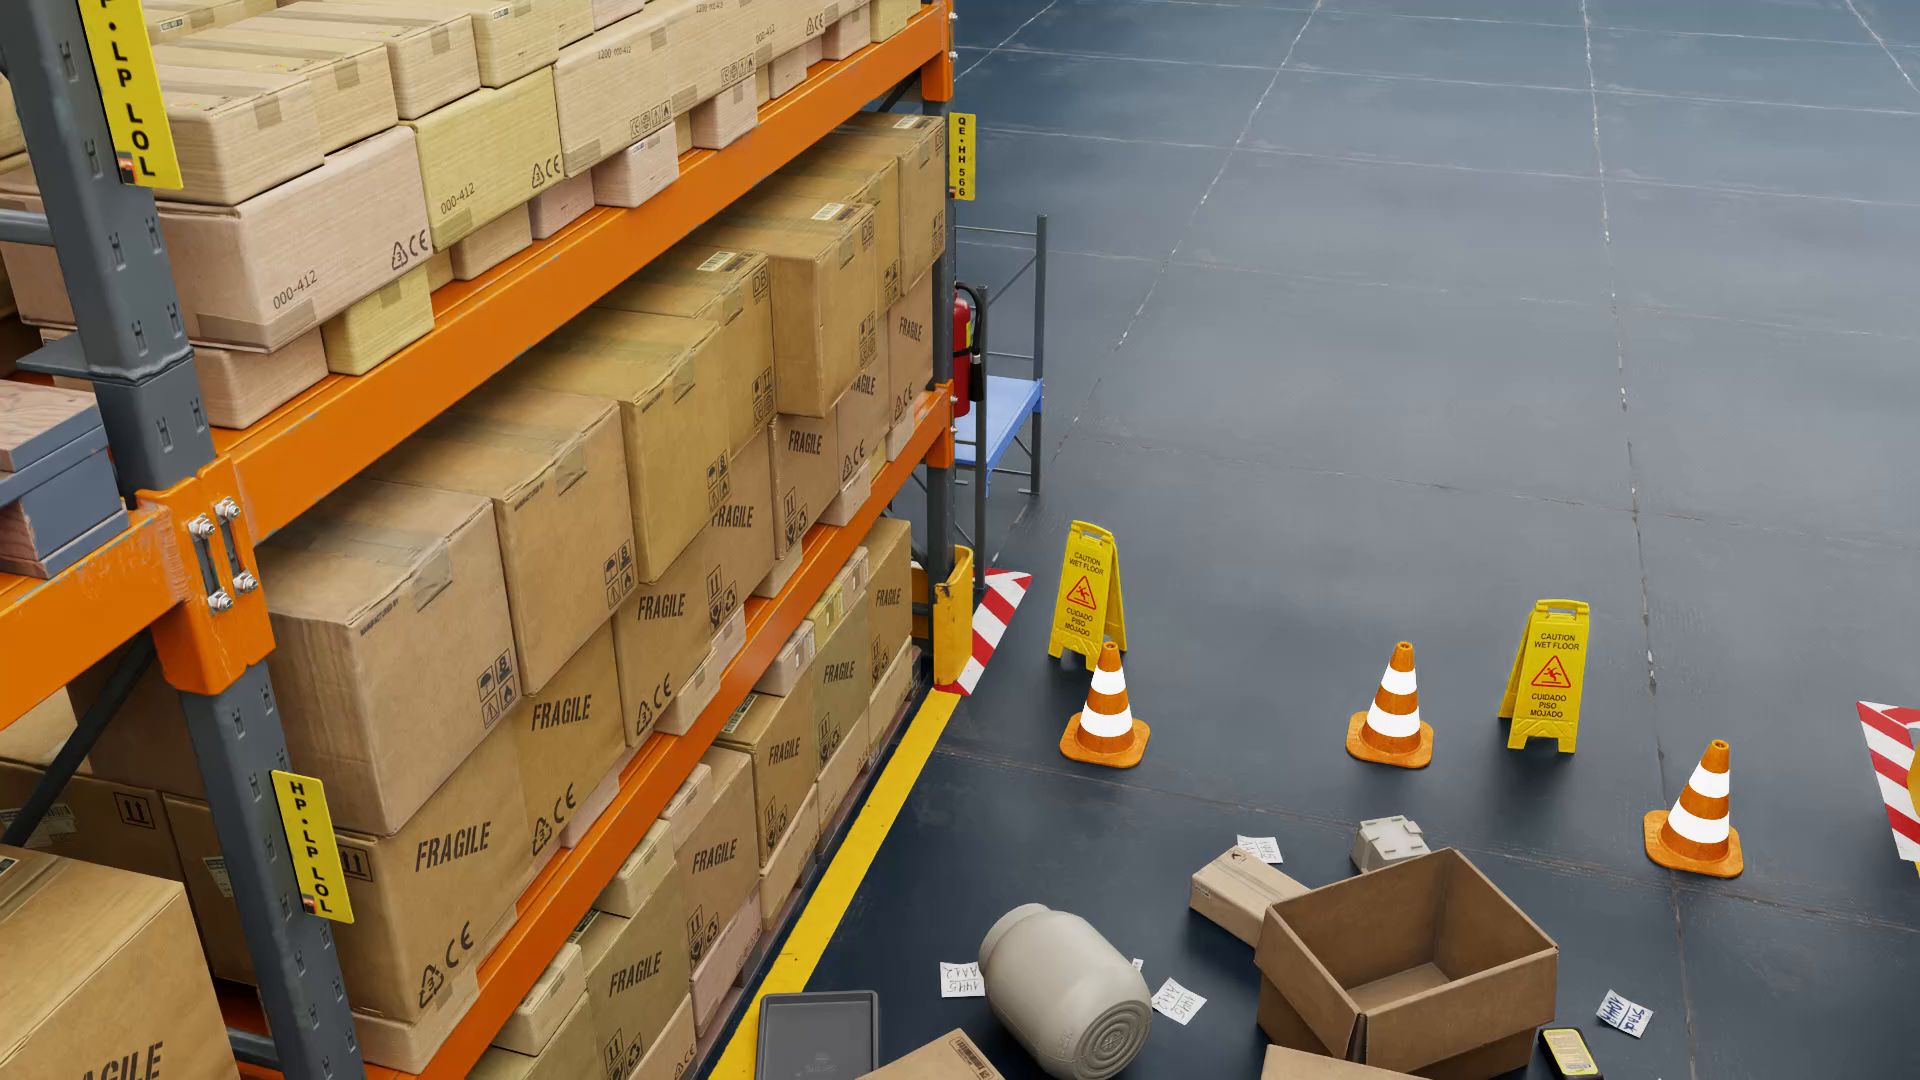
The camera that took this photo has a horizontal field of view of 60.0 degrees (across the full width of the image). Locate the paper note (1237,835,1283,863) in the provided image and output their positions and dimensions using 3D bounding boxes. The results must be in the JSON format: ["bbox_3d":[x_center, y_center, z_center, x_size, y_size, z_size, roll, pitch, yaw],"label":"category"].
[{"bbox_3d":[1.109,1.143,6.164,0.148,0.019,0.142,-1,29,-3],"label":"paper note"}]

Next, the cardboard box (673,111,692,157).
[{"bbox_3d":[-0.910,-1.047,4.220,0.380,0.149,0.250,9,30,15],"label":"cardboard box"}]

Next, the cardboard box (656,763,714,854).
[{"bbox_3d":[-0.939,0.738,4.795,0.380,0.149,0.250,10,31,18],"label":"cardboard box"}]

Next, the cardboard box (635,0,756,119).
[{"bbox_3d":[-0.851,-1.266,4.203,0.500,0.250,0.500,9,30,15],"label":"cardboard box"}]

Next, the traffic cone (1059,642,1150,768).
[{"bbox_3d":[0.591,0.615,6.669,0.336,0.463,0.334,8,30,15],"label":"traffic cone"}]

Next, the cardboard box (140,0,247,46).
[{"bbox_3d":[-1.641,-0.987,3.291,0.380,0.149,0.250,9,30,16],"label":"cardboard box"}]

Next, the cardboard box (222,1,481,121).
[{"bbox_3d":[-1.151,-0.914,3.161,0.380,0.149,0.250,8,30,13],"label":"cardboard box"}]

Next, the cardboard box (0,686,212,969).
[{"bbox_3d":[-1.797,0.566,3.739,0.500,0.500,0.500,8,30,14],"label":"cardboard box"}]

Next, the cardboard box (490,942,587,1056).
[{"bbox_3d":[-1.165,1.103,4.140,0.380,0.149,0.250,9,30,16],"label":"cardboard box"}]

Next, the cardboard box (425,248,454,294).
[{"bbox_3d":[-1.267,-0.574,3.370,0.380,0.149,0.250,9,30,15],"label":"cardboard box"}]

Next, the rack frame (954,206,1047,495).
[{"bbox_3d":[0.174,-0.931,8.381,0.500,1.500,0.032,8,30,15],"label":"rack frame"}]

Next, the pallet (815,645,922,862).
[{"bbox_3d":[-0.811,0.749,6.687,1.003,0.211,1.213,8,30,15],"label":"pallet"}]

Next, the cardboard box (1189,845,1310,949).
[{"bbox_3d":[1.030,1.265,5.823,0.250,0.149,0.380,-24,37,-37],"label":"cardboard box"}]

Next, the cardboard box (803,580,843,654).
[{"bbox_3d":[-0.622,0.235,5.699,0.380,0.149,0.250,9,30,16],"label":"cardboard box"}]

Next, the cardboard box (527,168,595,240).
[{"bbox_3d":[-1.066,-0.808,3.789,0.380,0.149,0.250,8,30,13],"label":"cardboard box"}]

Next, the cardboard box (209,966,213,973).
[{"bbox_3d":[-1.887,0.898,3.808,0.380,0.149,0.250,8,30,14],"label":"cardboard box"}]

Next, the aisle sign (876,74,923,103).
[{"bbox_3d":[-0.221,-2.001,6.087,0.394,0.787,0.004,8,30,15],"label":"aisle sign"}]

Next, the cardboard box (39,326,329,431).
[{"bbox_3d":[-1.361,-0.331,2.932,0.380,0.149,0.250,8,30,14],"label":"cardboard box"}]

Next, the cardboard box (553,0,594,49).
[{"bbox_3d":[-1.024,-1.155,3.594,0.380,0.149,0.250,7,30,13],"label":"cardboard box"}]

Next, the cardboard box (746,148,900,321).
[{"bbox_3d":[-0.613,-0.986,5.499,0.700,0.500,0.500,9,30,15],"label":"cardboard box"}]

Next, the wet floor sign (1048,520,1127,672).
[{"bbox_3d":[0.563,0.216,7.199,0.267,0.644,0.232,20,35,32],"label":"wet floor sign"}]

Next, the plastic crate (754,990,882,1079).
[{"bbox_3d":[-0.445,1.645,5.211,0.402,0.080,0.583,-1,29,-3],"label":"plastic crate"}]

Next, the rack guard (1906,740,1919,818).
[{"bbox_3d":[4.253,0.863,6.185,1.175,0.500,0.348,8,30,15],"label":"rack guard"}]

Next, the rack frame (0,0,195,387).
[{"bbox_3d":[-1.690,-1.640,1.942,1.000,3.000,0.127,8,30,15],"label":"rack frame"}]

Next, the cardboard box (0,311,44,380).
[{"bbox_3d":[-1.889,-0.410,3.075,0.380,0.149,0.250,9,30,15],"label":"cardboard box"}]

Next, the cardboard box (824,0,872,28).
[{"bbox_3d":[-0.570,-1.745,5.064,0.500,0.250,0.500,8,30,14],"label":"cardboard box"}]

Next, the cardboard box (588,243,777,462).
[{"bbox_3d":[-0.944,-0.522,4.665,0.700,0.500,0.500,8,30,15],"label":"cardboard box"}]

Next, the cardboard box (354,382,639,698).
[{"bbox_3d":[-1.183,-0.037,3.794,0.700,0.500,0.500,9,30,15],"label":"cardboard box"}]

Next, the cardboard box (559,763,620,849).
[{"bbox_3d":[-1.112,0.628,4.294,0.380,0.149,0.250,9,30,16],"label":"cardboard box"}]

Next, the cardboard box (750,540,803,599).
[{"bbox_3d":[-0.730,0.041,5.349,0.380,0.149,0.250,8,30,14],"label":"cardboard box"}]

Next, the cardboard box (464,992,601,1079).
[{"bbox_3d":[-1.259,1.436,4.208,0.500,0.500,0.500,10,31,17],"label":"cardboard box"}]

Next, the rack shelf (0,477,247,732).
[{"bbox_3d":[-2.277,0.914,1.175,1.077,0.370,4.000,8,30,15],"label":"rack shelf"}]

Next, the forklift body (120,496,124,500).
[{"bbox_3d":[-4.075,-0.072,6.166,2.313,2.155,1.214,8,30,15],"label":"forklift body"}]

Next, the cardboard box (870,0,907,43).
[{"bbox_3d":[-0.395,-1.753,5.488,0.380,0.149,0.250,9,30,15],"label":"cardboard box"}]

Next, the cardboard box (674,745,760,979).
[{"bbox_3d":[-0.959,0.945,5.091,0.500,0.500,0.500,10,31,17],"label":"cardboard box"}]

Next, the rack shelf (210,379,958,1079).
[{"bbox_3d":[-1.103,0.366,5.246,1.077,0.370,4.000,8,30,15],"label":"rack shelf"}]

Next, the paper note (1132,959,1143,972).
[{"bbox_3d":[0.591,1.459,5.618,0.032,0.001,0.123,8,30,15],"label":"paper note"}]

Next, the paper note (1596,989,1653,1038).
[{"bbox_3d":[2.175,1.547,5.439,0.144,0.017,0.142,20,35,32],"label":"paper note"}]

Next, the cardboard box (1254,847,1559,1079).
[{"bbox_3d":[1.389,1.391,5.232,0.797,0.503,0.637,-12,31,-20],"label":"cardboard box"}]

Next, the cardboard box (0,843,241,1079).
[{"bbox_3d":[-1.606,0.872,2.757,0.500,0.500,0.500,8,30,14],"label":"cardboard box"}]

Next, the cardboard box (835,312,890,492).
[{"bbox_3d":[-0.563,-0.528,5.704,0.500,0.500,0.500,9,30,15],"label":"cardboard box"}]

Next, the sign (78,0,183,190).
[{"bbox_3d":[-1.159,-0.650,2.310,0.100,0.325,0.005,8,30,15],"label":"sign"}]

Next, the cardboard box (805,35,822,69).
[{"bbox_3d":[-0.644,-1.526,5.080,0.380,0.149,0.250,9,30,15],"label":"cardboard box"}]

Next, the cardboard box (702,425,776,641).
[{"bbox_3d":[-0.880,-0.063,4.869,0.500,0.500,0.500,9,30,15],"label":"cardboard box"}]

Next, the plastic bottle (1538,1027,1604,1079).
[{"bbox_3d":[1.928,1.653,5.216,0.133,0.061,0.283,-1,29,-3],"label":"plastic bottle"}]

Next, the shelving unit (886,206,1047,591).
[{"bbox_3d":[0.025,-0.695,7.957,0.538,1.500,1.048,8,30,15],"label":"shelving unit"}]

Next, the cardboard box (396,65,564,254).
[{"bbox_3d":[-1.157,-0.800,3.366,0.500,0.250,0.500,8,30,14],"label":"cardboard box"}]

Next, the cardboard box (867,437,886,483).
[{"bbox_3d":[-0.485,-0.314,5.987,0.380,0.149,0.250,8,30,14],"label":"cardboard box"}]

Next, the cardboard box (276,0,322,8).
[{"bbox_3d":[-1.515,-1.233,3.734,0.380,0.149,0.250,8,30,14],"label":"cardboard box"}]

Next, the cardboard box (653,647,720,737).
[{"bbox_3d":[-0.907,0.397,4.709,0.380,0.149,0.250,9,30,15],"label":"cardboard box"}]

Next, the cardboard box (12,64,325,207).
[{"bbox_3d":[-1.286,-0.668,2.718,0.380,0.149,0.250,8,30,14],"label":"cardboard box"}]

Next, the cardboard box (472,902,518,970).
[{"bbox_3d":[-1.267,0.866,3.867,0.380,0.149,0.250,9,30,16],"label":"cardboard box"}]

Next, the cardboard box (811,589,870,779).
[{"bbox_3d":[-0.652,0.465,5.953,0.500,0.500,0.500,10,31,17],"label":"cardboard box"}]

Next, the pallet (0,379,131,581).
[{"bbox_3d":[-1.973,0.024,2.229,1.213,0.211,1.003,8,30,15],"label":"pallet"}]

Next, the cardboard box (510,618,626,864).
[{"bbox_3d":[-1.169,0.406,4.025,0.500,0.500,0.500,8,30,15],"label":"cardboard box"}]

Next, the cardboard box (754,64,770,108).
[{"bbox_3d":[-0.756,-1.282,4.642,0.380,0.149,0.250,8,30,13],"label":"cardboard box"}]

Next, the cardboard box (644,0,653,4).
[{"bbox_3d":[-0.908,-1.402,4.038,0.380,0.149,0.250,9,30,16],"label":"cardboard box"}]

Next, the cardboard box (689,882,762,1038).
[{"bbox_3d":[-0.960,1.267,5.283,0.500,0.250,0.500,8,30,14],"label":"cardboard box"}]

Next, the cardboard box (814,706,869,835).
[{"bbox_3d":[-0.656,0.794,6.133,0.500,0.250,0.500,9,30,15],"label":"cardboard box"}]
